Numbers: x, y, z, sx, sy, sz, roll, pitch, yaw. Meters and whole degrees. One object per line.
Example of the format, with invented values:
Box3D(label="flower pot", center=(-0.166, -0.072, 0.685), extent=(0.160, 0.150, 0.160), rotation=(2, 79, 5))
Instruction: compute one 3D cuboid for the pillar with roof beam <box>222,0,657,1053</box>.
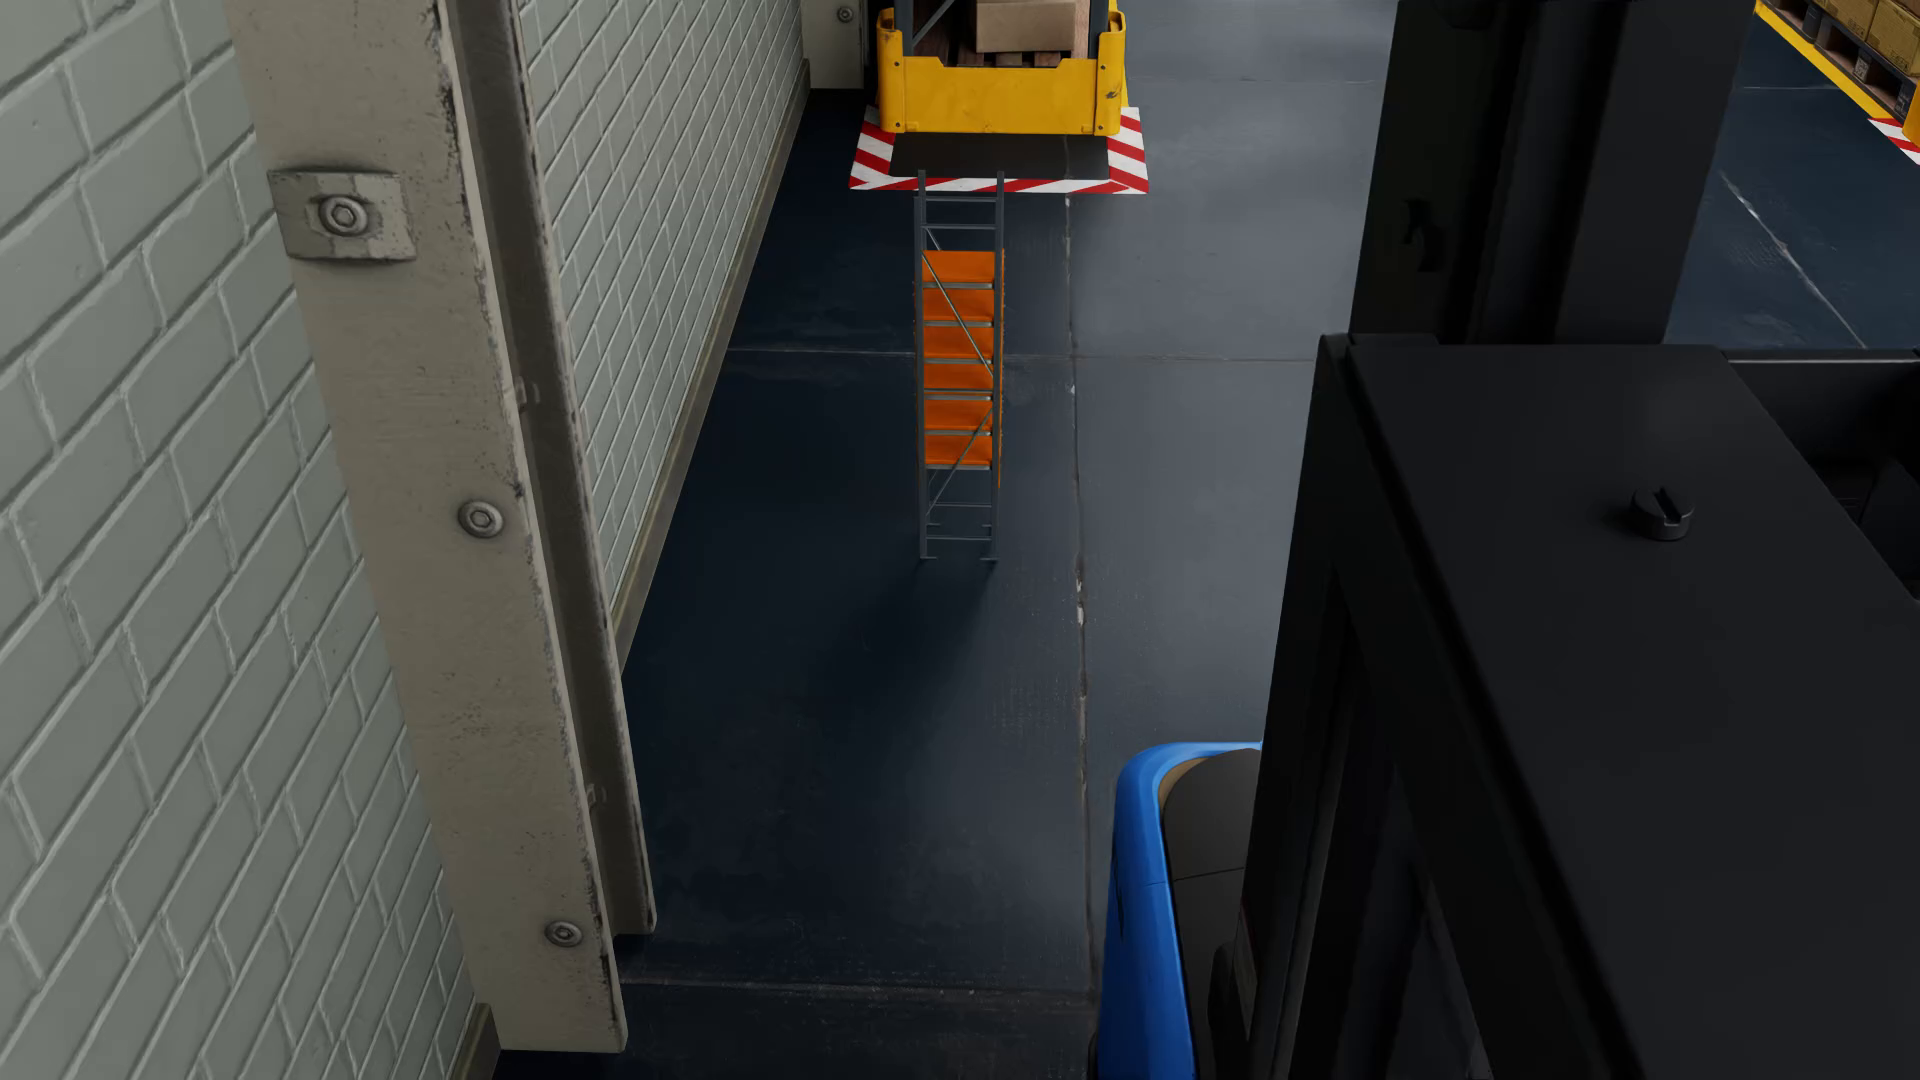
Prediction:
Box3D(label="pillar with roof beam", center=(3.417, -2.575, 1.087), extent=(9.100, 9.000, 0.400), rotation=(1, 35, 2))

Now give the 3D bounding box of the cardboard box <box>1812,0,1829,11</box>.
Box3D(label="cardboard box", center=(4.895, -3.069, 9.034), extent=(0.500, 0.250, 0.500), rotation=(1, 35, 2))

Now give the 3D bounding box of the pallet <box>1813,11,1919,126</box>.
Box3D(label="pallet", center=(5.131, -2.432, 8.527), extent=(1.003, 0.211, 1.213), rotation=(1, 35, 2))

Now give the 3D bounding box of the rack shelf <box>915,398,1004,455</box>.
Box3D(label="rack shelf", center=(-0.001, -0.348, 4.988), extent=(0.258, 0.103, 0.180), rotation=(1, 35, 2))

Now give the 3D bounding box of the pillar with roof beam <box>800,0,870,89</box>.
Box3D(label="pillar with roof beam", center=(3.658, -6.022, 5.992), extent=(9.100, 9.000, 0.400), rotation=(1, 35, 2))

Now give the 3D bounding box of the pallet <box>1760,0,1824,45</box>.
Box3D(label="pallet", center=(5.183, -3.131, 9.521), extent=(1.003, 0.211, 1.213), rotation=(1, 35, 2))

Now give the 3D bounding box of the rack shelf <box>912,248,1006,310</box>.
Box3D(label="rack shelf", center=(-0.001, -0.741, 4.712), extent=(0.258, 0.103, 0.180), rotation=(1, 35, 2))

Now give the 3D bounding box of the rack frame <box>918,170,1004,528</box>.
Box3D(label="rack frame", center=(0.003, -0.535, 4.968), extent=(0.240, 1.200, 0.006), rotation=(1, 35, 2))

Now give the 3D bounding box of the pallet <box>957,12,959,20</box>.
Box3D(label="pallet", center=(0.315, -3.312, 9.780), extent=(1.003, 0.211, 1.213), rotation=(1, 35, 2))

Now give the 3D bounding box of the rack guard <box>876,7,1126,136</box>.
Box3D(label="rack guard", center=(0.195, -2.266, 8.039), extent=(1.175, 0.500, 0.348), rotation=(1, 35, 2))

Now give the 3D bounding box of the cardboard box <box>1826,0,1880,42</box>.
Box3D(label="cardboard box", center=(4.877, -2.782, 8.625), extent=(0.500, 0.250, 0.500), rotation=(1, 35, 2))

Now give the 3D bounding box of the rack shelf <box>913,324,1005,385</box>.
Box3D(label="rack shelf", center=(-0.001, -0.544, 4.850), extent=(0.258, 0.103, 0.180), rotation=(1, 35, 2))

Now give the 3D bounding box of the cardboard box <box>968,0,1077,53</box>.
Box3D(label="cardboard box", center=(0.310, -2.720, 8.467), extent=(0.500, 0.311, 0.500), rotation=(-2, 35, -3))

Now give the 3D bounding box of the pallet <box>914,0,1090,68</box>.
Box3D(label="pallet", center=(0.263, -2.613, 8.785), extent=(1.003, 0.211, 1.213), rotation=(1, 35, 2))

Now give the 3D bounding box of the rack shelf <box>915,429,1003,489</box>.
Box3D(label="rack shelf", center=(-0.001, -0.250, 5.057), extent=(0.258, 0.103, 0.180), rotation=(1, 35, 2))

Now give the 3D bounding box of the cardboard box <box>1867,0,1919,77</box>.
Box3D(label="cardboard box", center=(4.869, -2.494, 8.216), extent=(0.500, 0.250, 0.500), rotation=(1, 35, 2))

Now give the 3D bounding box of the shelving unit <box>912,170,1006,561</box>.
Box3D(label="shelving unit", center=(-0.001, -0.483, 4.893), extent=(0.258, 1.200, 0.189), rotation=(1, 35, 2))

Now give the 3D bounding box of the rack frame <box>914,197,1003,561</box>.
Box3D(label="rack frame", center=(-0.004, -0.430, 4.818), extent=(0.240, 1.200, 0.006), rotation=(1, 35, 2))

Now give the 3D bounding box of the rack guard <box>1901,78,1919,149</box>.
Box3D(label="rack guard", center=(5.141, -2.096, 7.797), extent=(1.175, 0.500, 0.348), rotation=(1, 35, 2))

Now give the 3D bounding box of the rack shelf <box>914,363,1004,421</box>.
Box3D(label="rack shelf", center=(-0.001, -0.446, 4.919), extent=(0.258, 0.103, 0.180), rotation=(1, 35, 2))

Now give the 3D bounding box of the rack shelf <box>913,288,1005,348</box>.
Box3D(label="rack shelf", center=(-0.001, -0.643, 4.781), extent=(0.258, 0.103, 0.180), rotation=(1, 35, 2))

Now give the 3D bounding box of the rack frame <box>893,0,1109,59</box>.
Box3D(label="rack frame", center=(0.192, -3.245, 7.258), extent=(1.000, 3.000, 0.127), rotation=(1, 35, 2))
